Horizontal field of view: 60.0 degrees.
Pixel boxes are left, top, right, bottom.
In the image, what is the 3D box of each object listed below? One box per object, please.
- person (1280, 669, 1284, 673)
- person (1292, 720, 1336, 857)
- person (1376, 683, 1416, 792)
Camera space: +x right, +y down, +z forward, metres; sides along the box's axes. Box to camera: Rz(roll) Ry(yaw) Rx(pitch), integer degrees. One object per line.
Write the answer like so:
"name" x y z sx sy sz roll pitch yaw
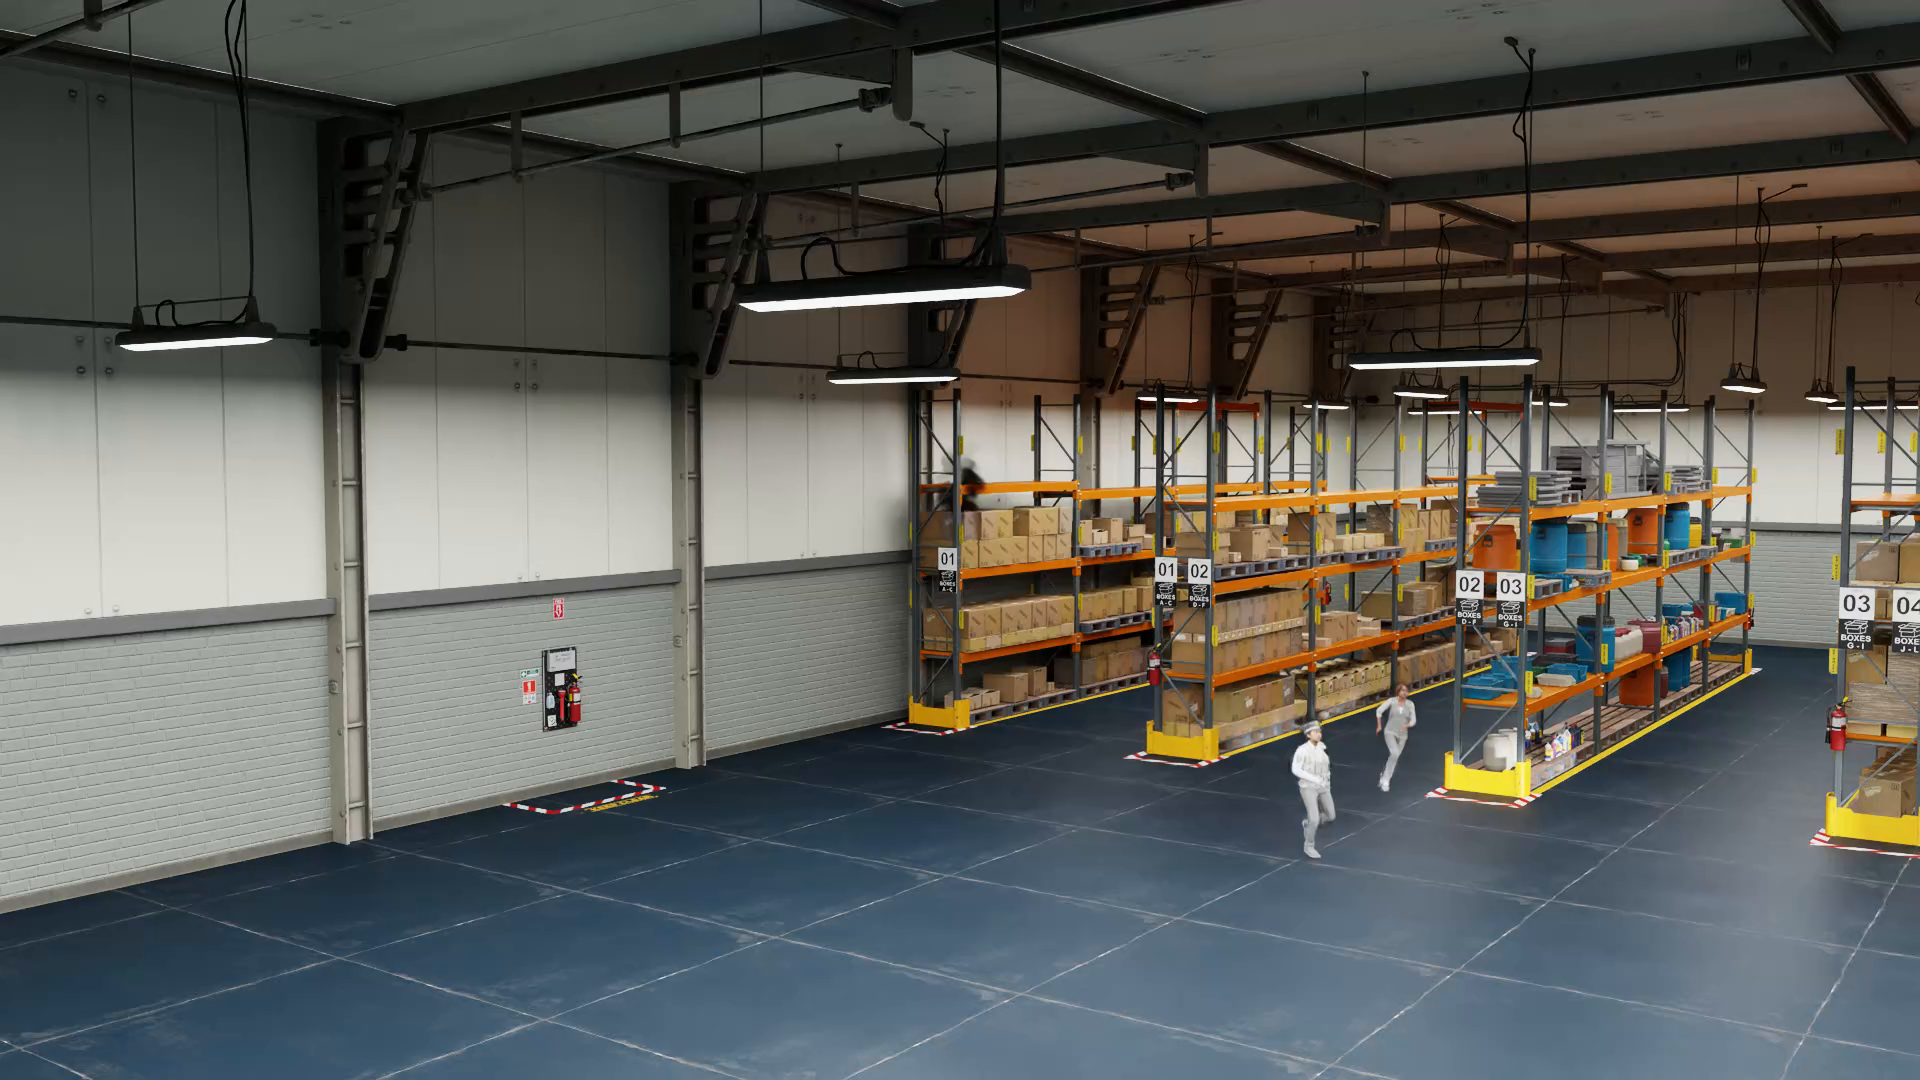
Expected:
"person" 6.900 2.082 35.968 0.664 1.833 0.783 2 4 31
"person" 4.325 3.021 20.260 0.657 1.665 0.561 -2 4 -30
"person" 6.312 2.838 24.007 0.530 1.538 0.622 0 3 -1
